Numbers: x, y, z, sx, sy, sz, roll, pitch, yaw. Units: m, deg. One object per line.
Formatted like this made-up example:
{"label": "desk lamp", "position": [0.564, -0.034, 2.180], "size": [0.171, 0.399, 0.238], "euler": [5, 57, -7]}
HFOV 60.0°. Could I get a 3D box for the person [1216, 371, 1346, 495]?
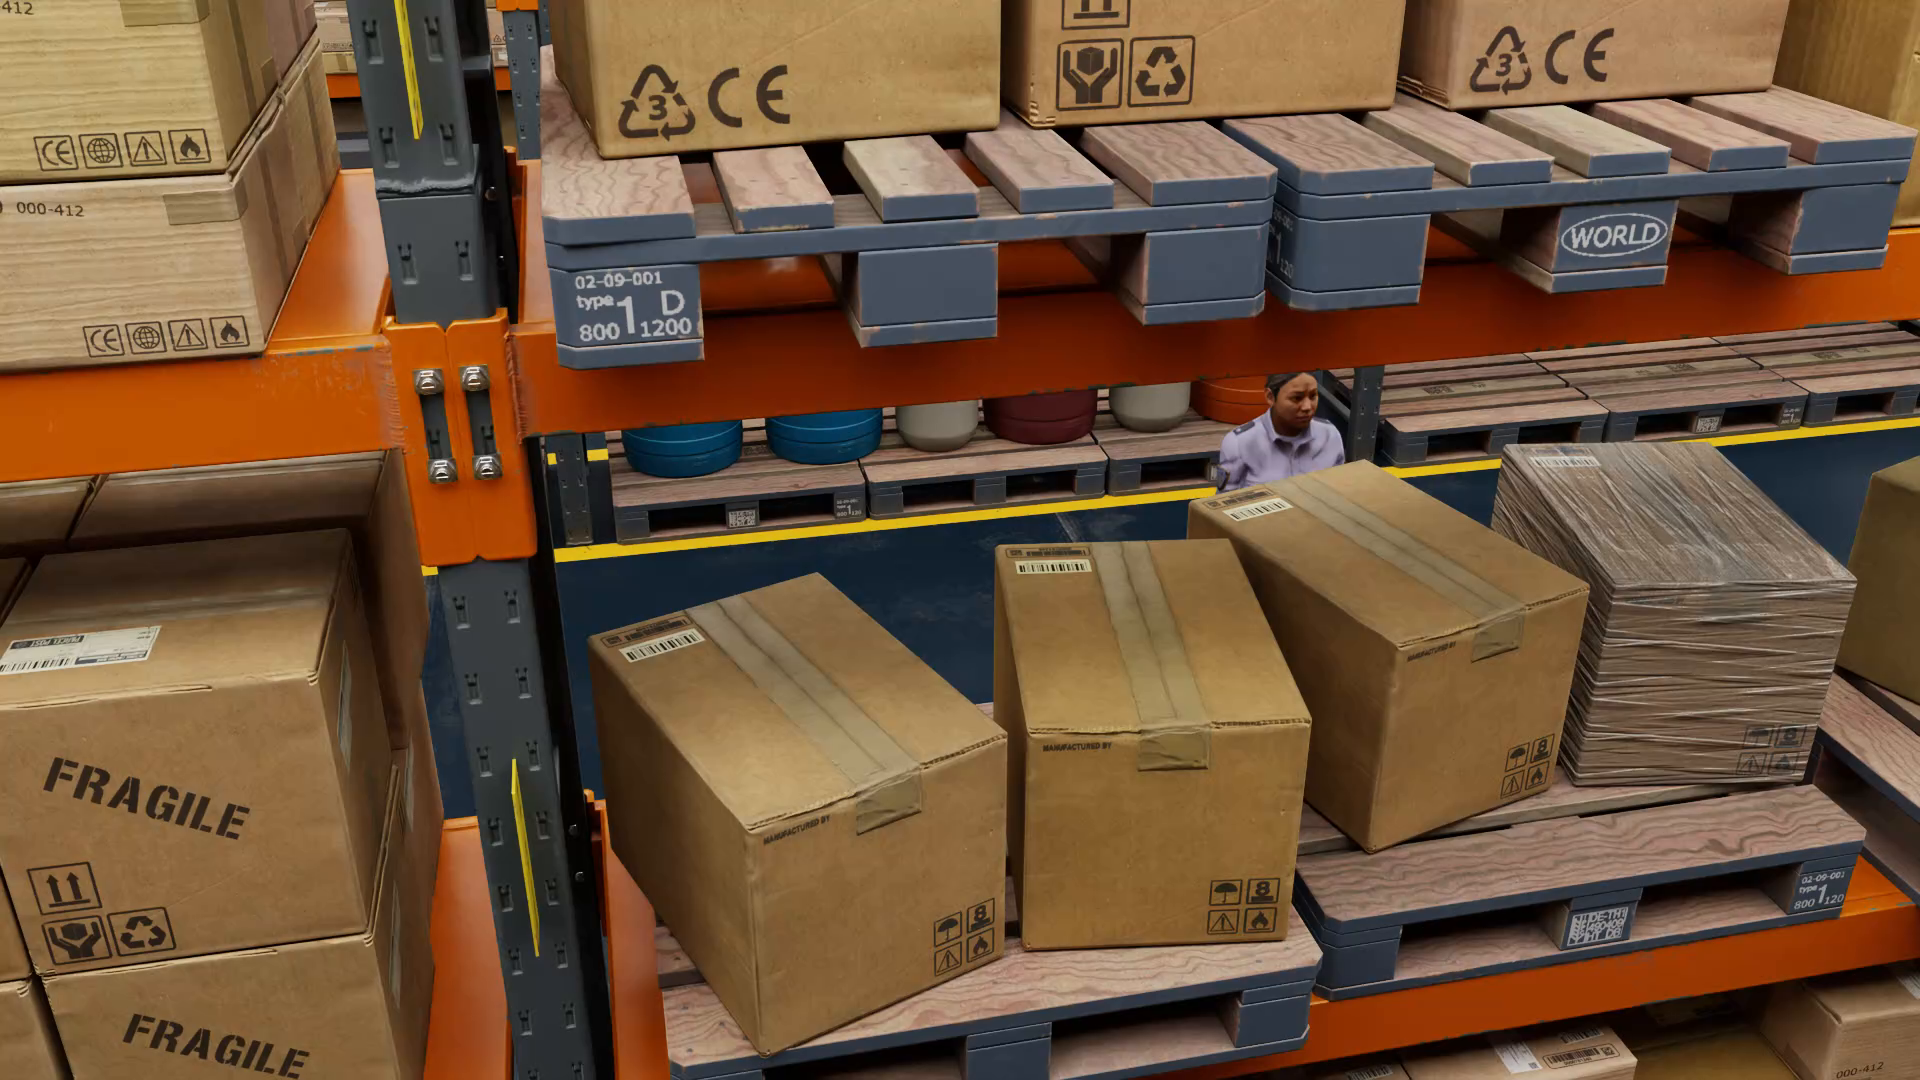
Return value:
{"label": "person", "position": [1.119, 0.134, 5.874], "size": [0.465, 1.650, 0.345], "euler": [-5, 27, -10]}
